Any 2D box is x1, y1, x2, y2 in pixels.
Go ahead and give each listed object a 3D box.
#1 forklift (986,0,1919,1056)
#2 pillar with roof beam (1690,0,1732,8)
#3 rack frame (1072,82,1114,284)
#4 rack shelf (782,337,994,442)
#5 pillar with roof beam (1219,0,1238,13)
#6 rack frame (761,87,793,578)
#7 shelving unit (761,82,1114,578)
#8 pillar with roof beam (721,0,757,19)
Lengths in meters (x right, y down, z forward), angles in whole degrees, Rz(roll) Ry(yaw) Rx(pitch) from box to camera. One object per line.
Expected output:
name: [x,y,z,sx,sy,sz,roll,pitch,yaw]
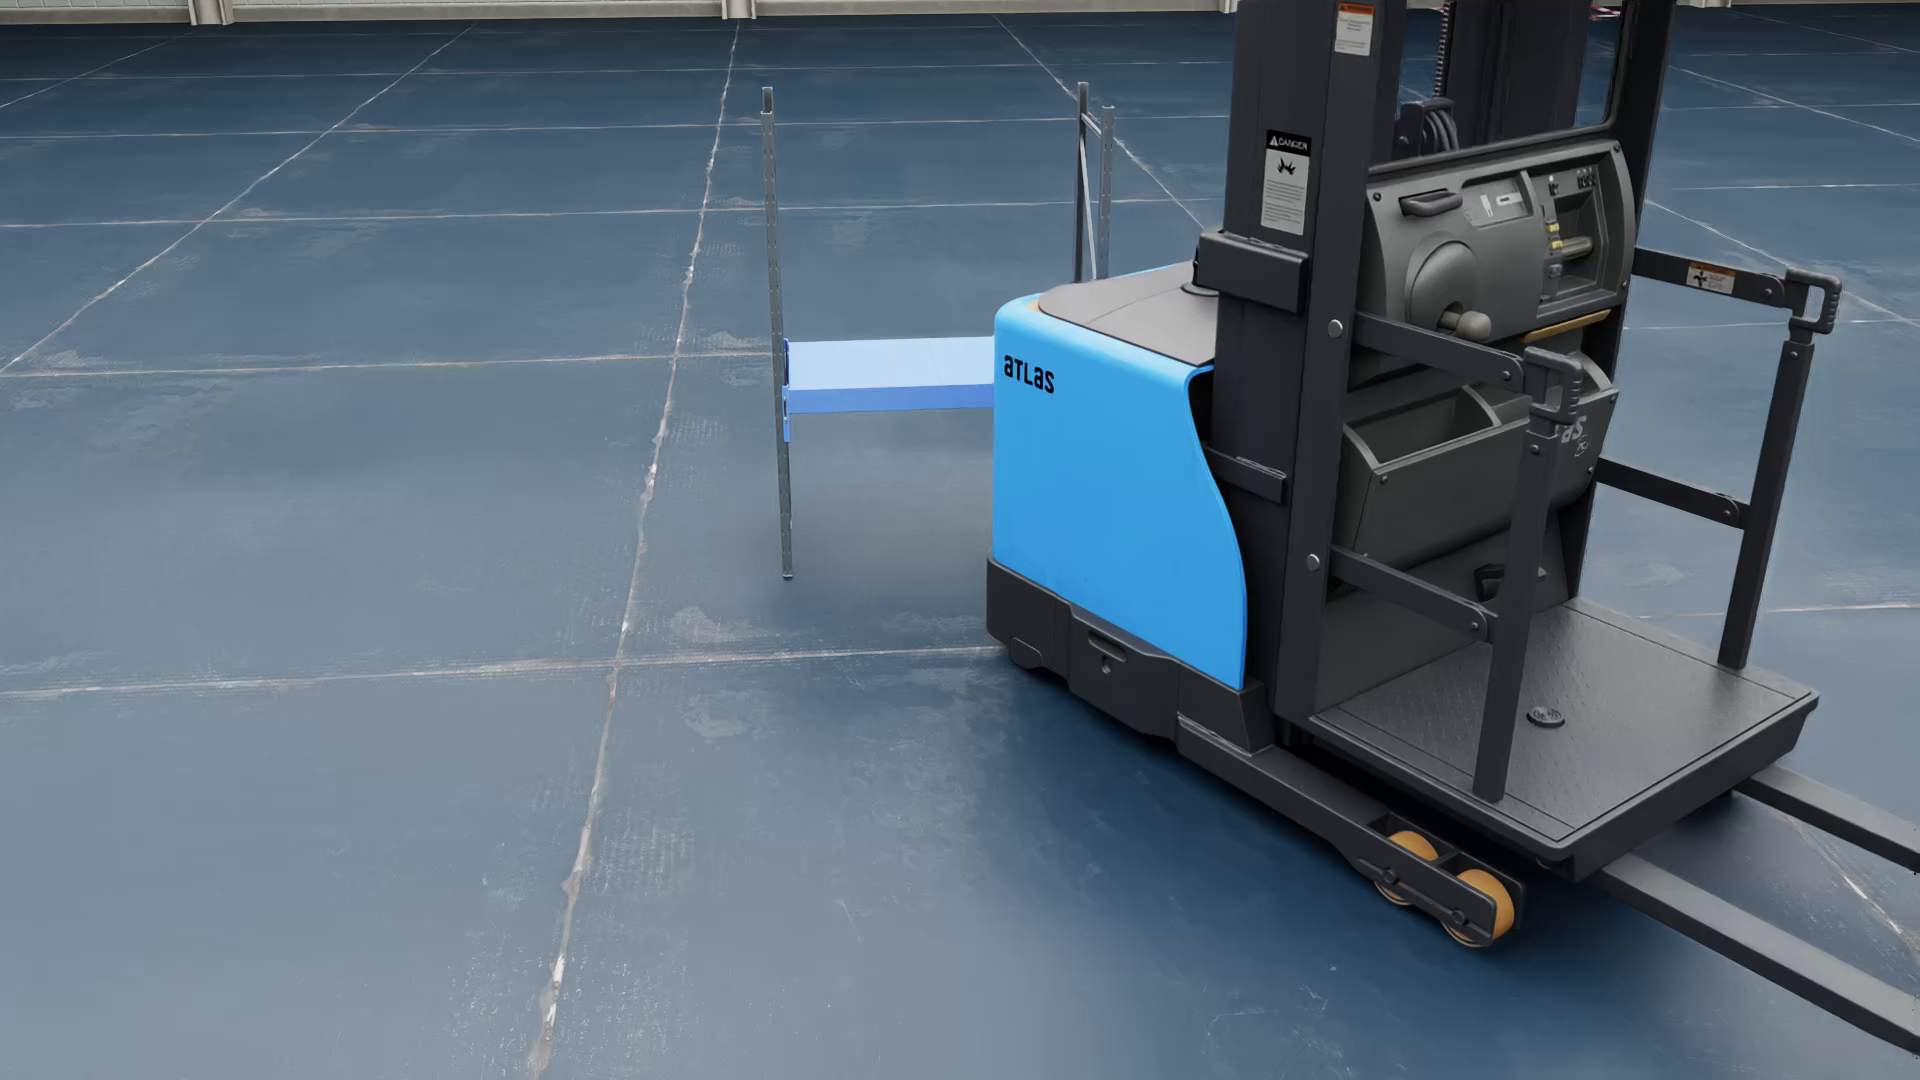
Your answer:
forklift: [1.374,-0.660,3.627,1.130,2.935,3.031,-17,29,-34]
pillar with roof beam: [9.761,-9.024,14.974,0.400,9.000,9.100,-2,24,-5]
rack frame: [0.421,-0.702,5.483,0.032,1.500,0.500,-2,24,-5]
rack shelf: [-0.085,-0.518,5.511,1.000,0.185,0.538,-2,24,-5]
pillar with roof beam: [3.790,-8.785,14.435,0.400,9.000,9.100,-2,24,-5]
rack frame: [-0.591,-0.662,5.392,0.032,1.500,0.500,-2,24,-5]
shelving unit: [-0.085,-0.682,5.438,1.048,1.500,0.538,-2,24,-5]
pillar with roof beam: [13.065,-5.624,7.324,29.331,9.000,26.411,-2,24,-5]
